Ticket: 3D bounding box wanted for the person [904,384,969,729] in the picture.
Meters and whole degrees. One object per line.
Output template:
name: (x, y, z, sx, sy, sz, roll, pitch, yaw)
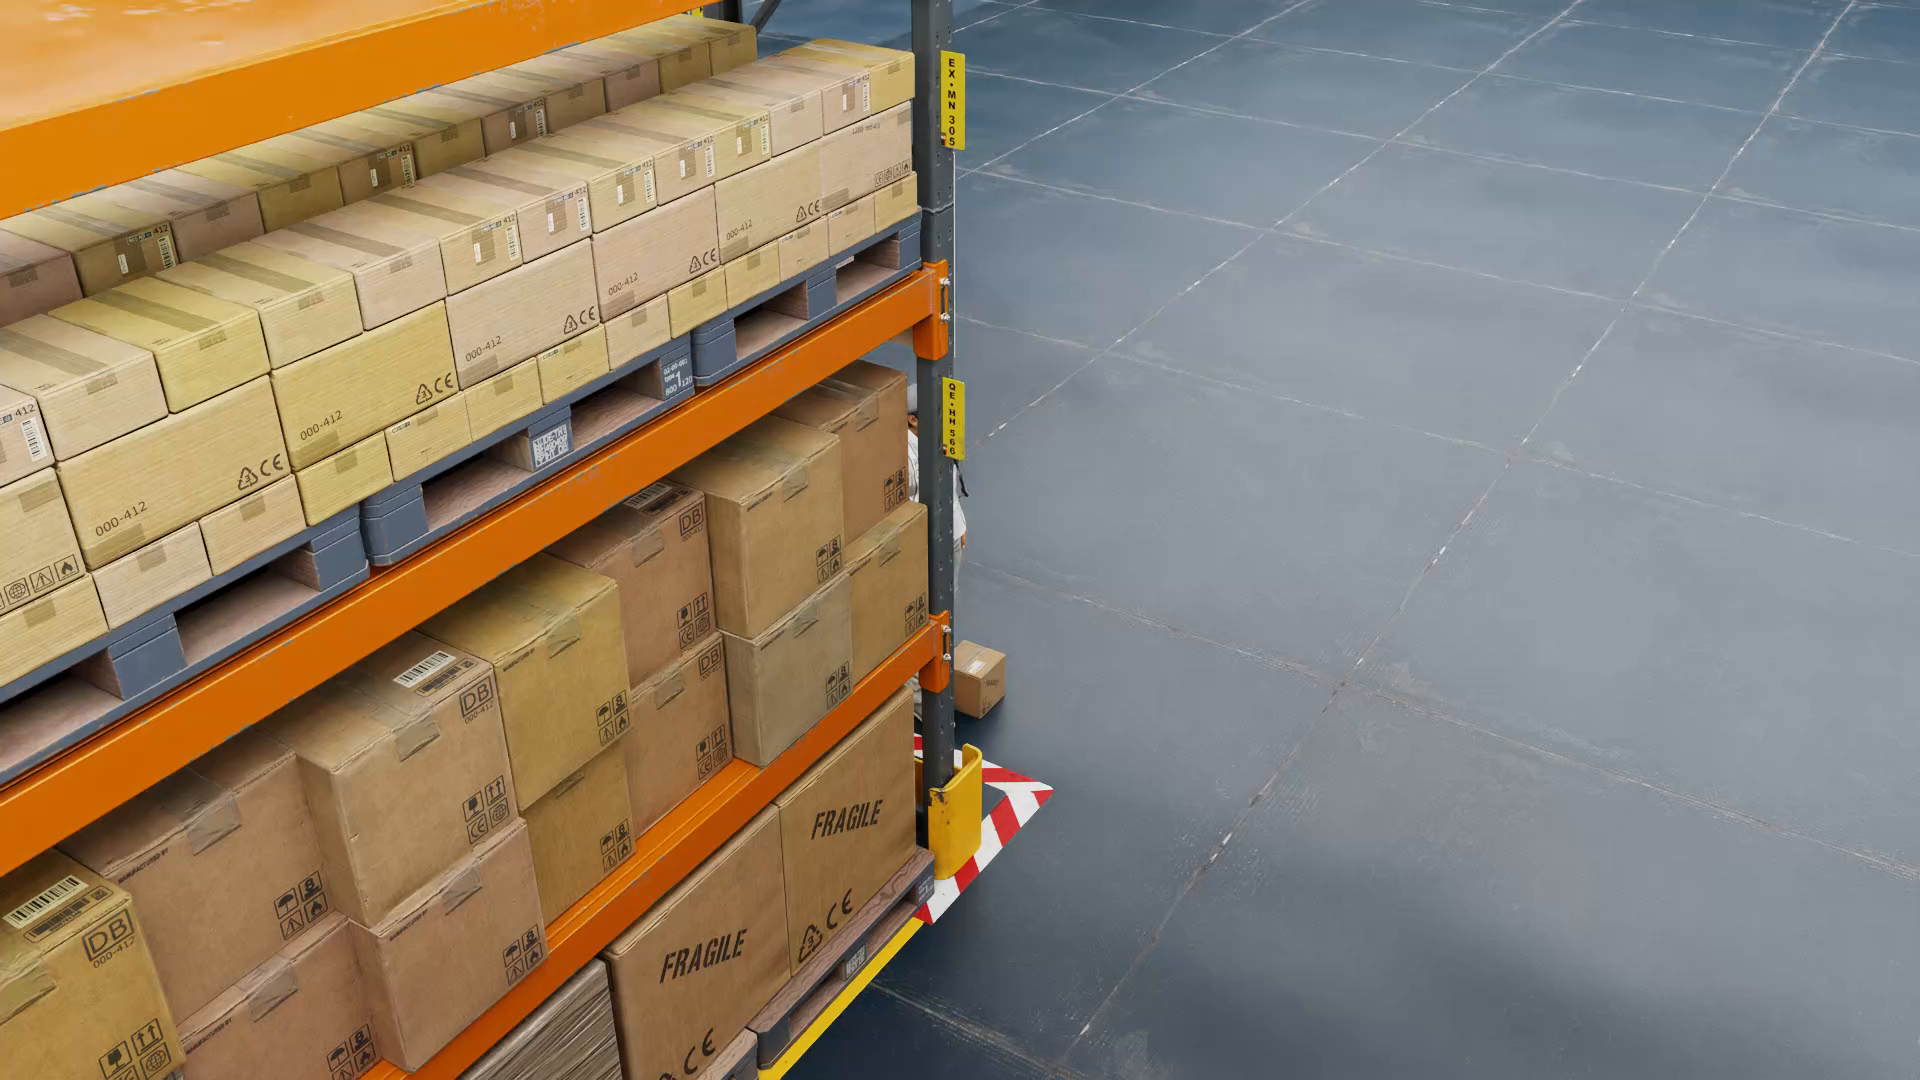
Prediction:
person: (-0.121, 0.051, 8.072, 0.529, 1.670, 0.598, 19, 35, 28)
